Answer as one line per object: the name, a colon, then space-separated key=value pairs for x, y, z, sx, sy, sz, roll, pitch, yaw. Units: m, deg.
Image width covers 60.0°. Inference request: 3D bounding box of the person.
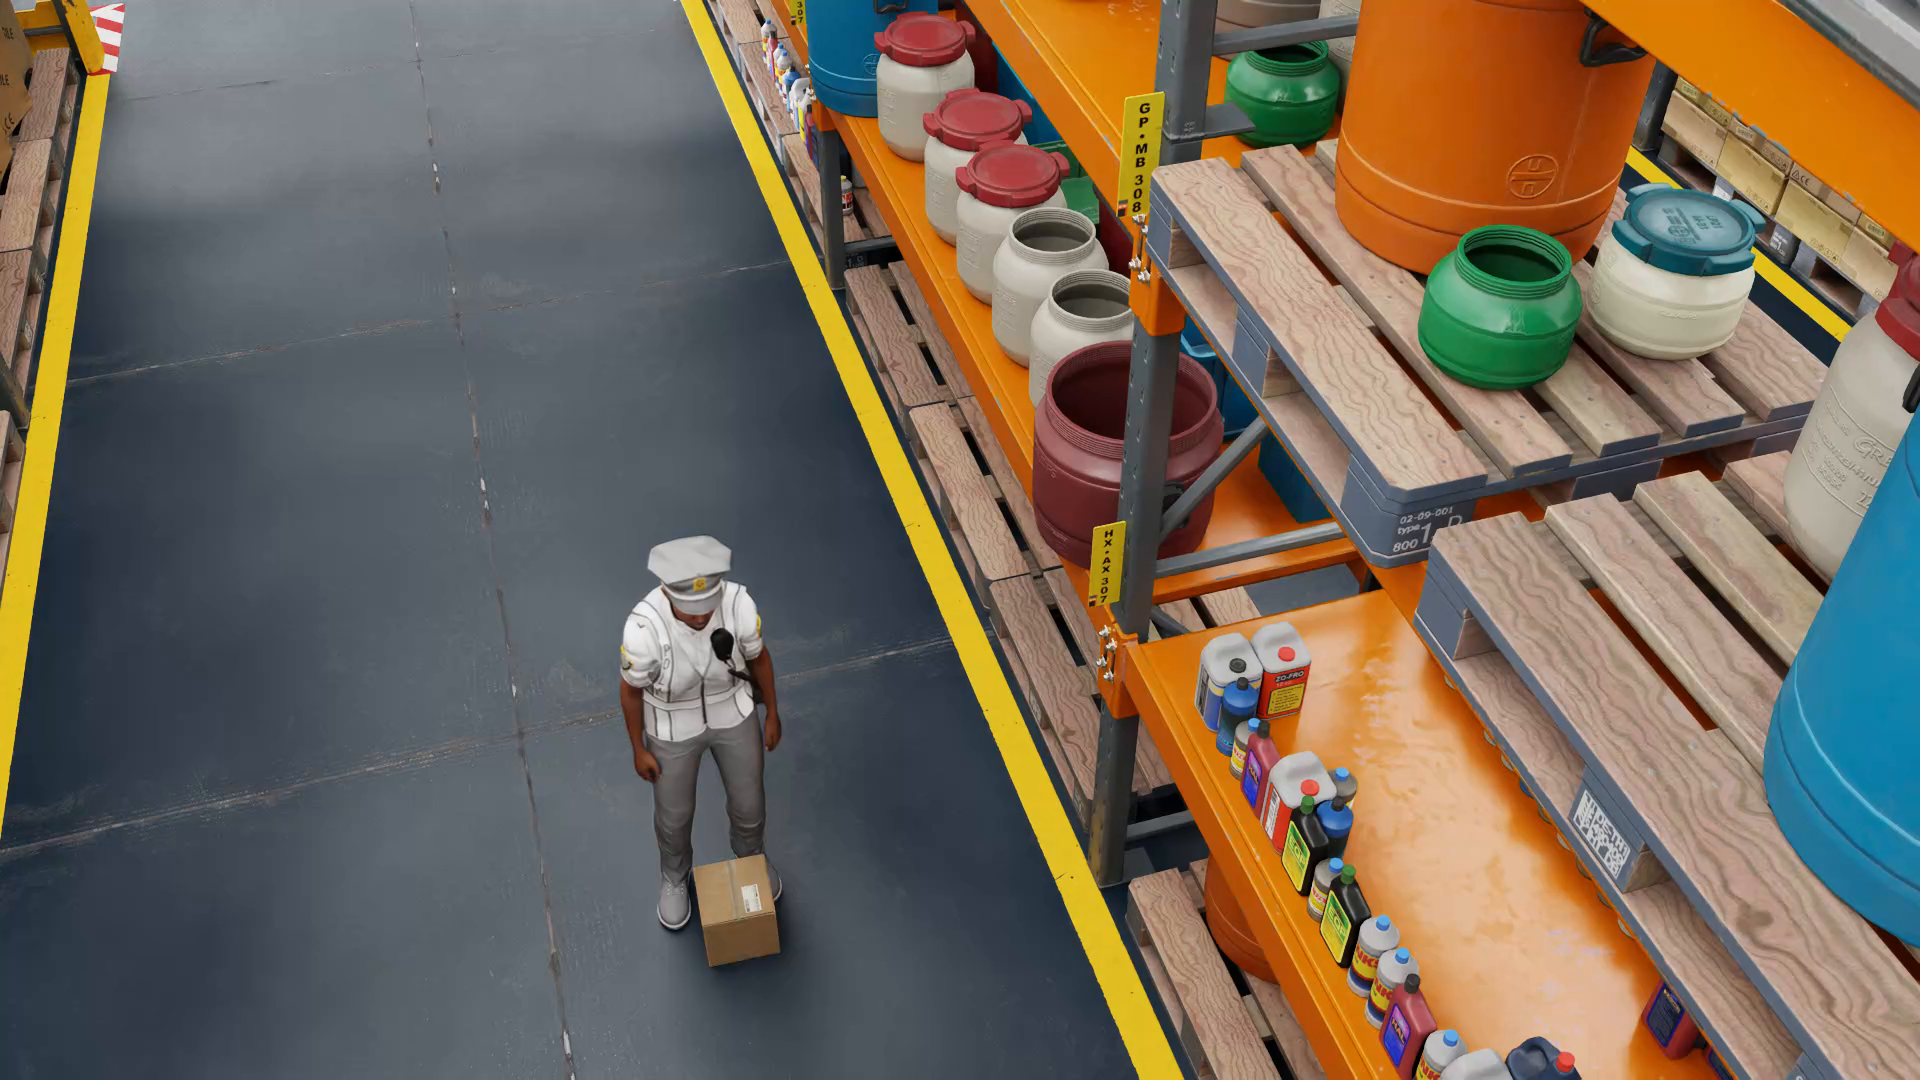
person: x=-0.853 y=0.620 z=5.482 sx=0.527 sy=1.662 sz=0.394 roll=-13 pitch=44 yaw=-14
